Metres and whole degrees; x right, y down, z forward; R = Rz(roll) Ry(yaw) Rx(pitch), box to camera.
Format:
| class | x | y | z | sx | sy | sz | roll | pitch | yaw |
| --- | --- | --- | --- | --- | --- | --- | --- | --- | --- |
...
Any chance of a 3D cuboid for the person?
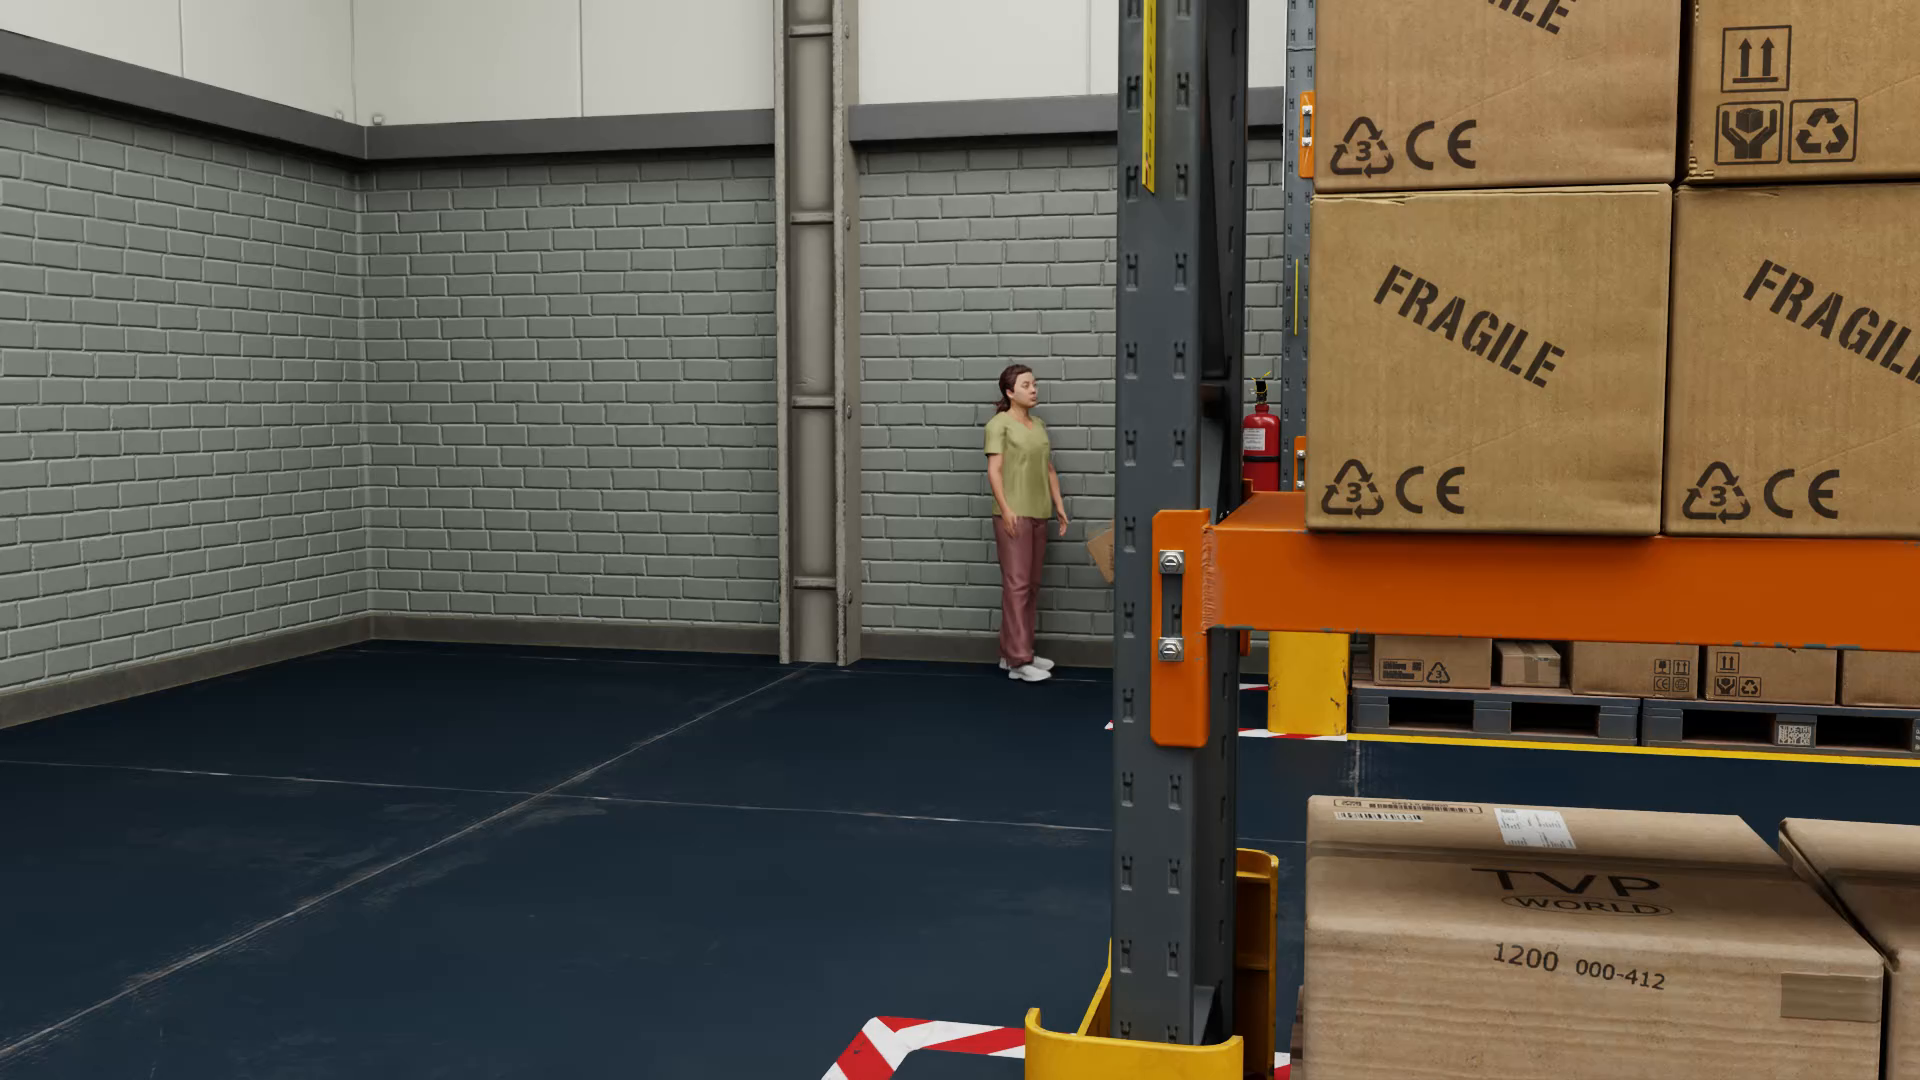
| class | x | y | z | sx | sy | sz | roll | pitch | yaw |
| --- | --- | --- | --- | --- | --- | --- | --- | --- | --- |
| person | 0.386 | -0.103 | 8.882 | 0.559 | 1.665 | 0.514 | 5 | 7 | 45 |
